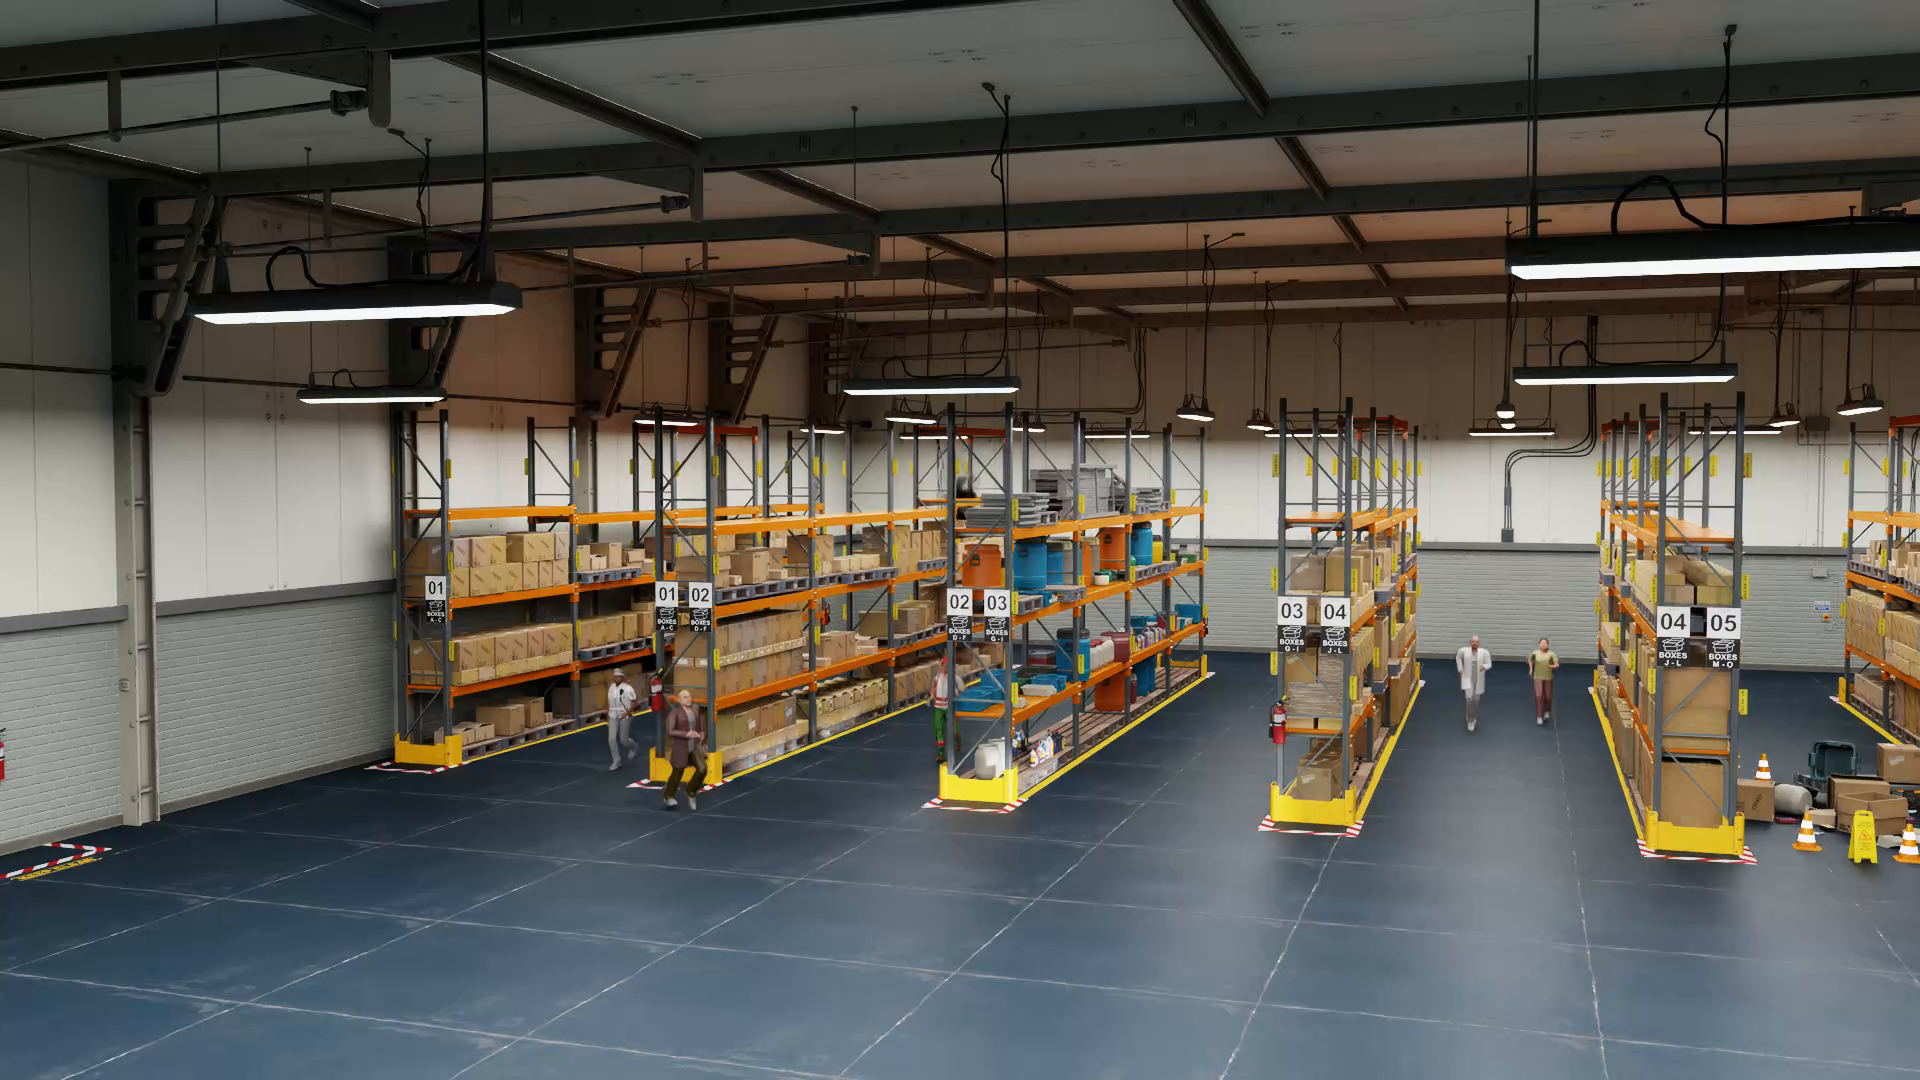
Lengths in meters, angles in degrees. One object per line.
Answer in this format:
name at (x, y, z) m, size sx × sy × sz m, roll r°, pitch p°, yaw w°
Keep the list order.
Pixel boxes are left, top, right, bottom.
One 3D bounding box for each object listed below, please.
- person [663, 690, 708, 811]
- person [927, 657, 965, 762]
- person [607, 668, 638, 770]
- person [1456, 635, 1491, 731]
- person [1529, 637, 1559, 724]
person at (-3.991, 3.069, 24.339) m, size 0.733 × 1.768 × 0.925 m, roll -2°, pitch 3°, yaw -39°
person at (-0.231, 2.897, 28.579) m, size 0.669 × 1.760 × 0.868 m, roll 1°, pitch 3°, yaw 19°
person at (-5.686, 2.984, 27.962) m, size 0.596 × 1.686 × 0.721 m, roll 1°, pitch 3°, yaw 15°
person at (9.923, 2.750, 32.120) m, size 0.621 × 1.834 × 0.965 m, roll 0°, pitch 2°, yaw 8°
person at (11.474, 2.740, 32.697) m, size 0.575 × 1.651 × 0.970 m, roll 1°, pitch 3°, yaw 20°
